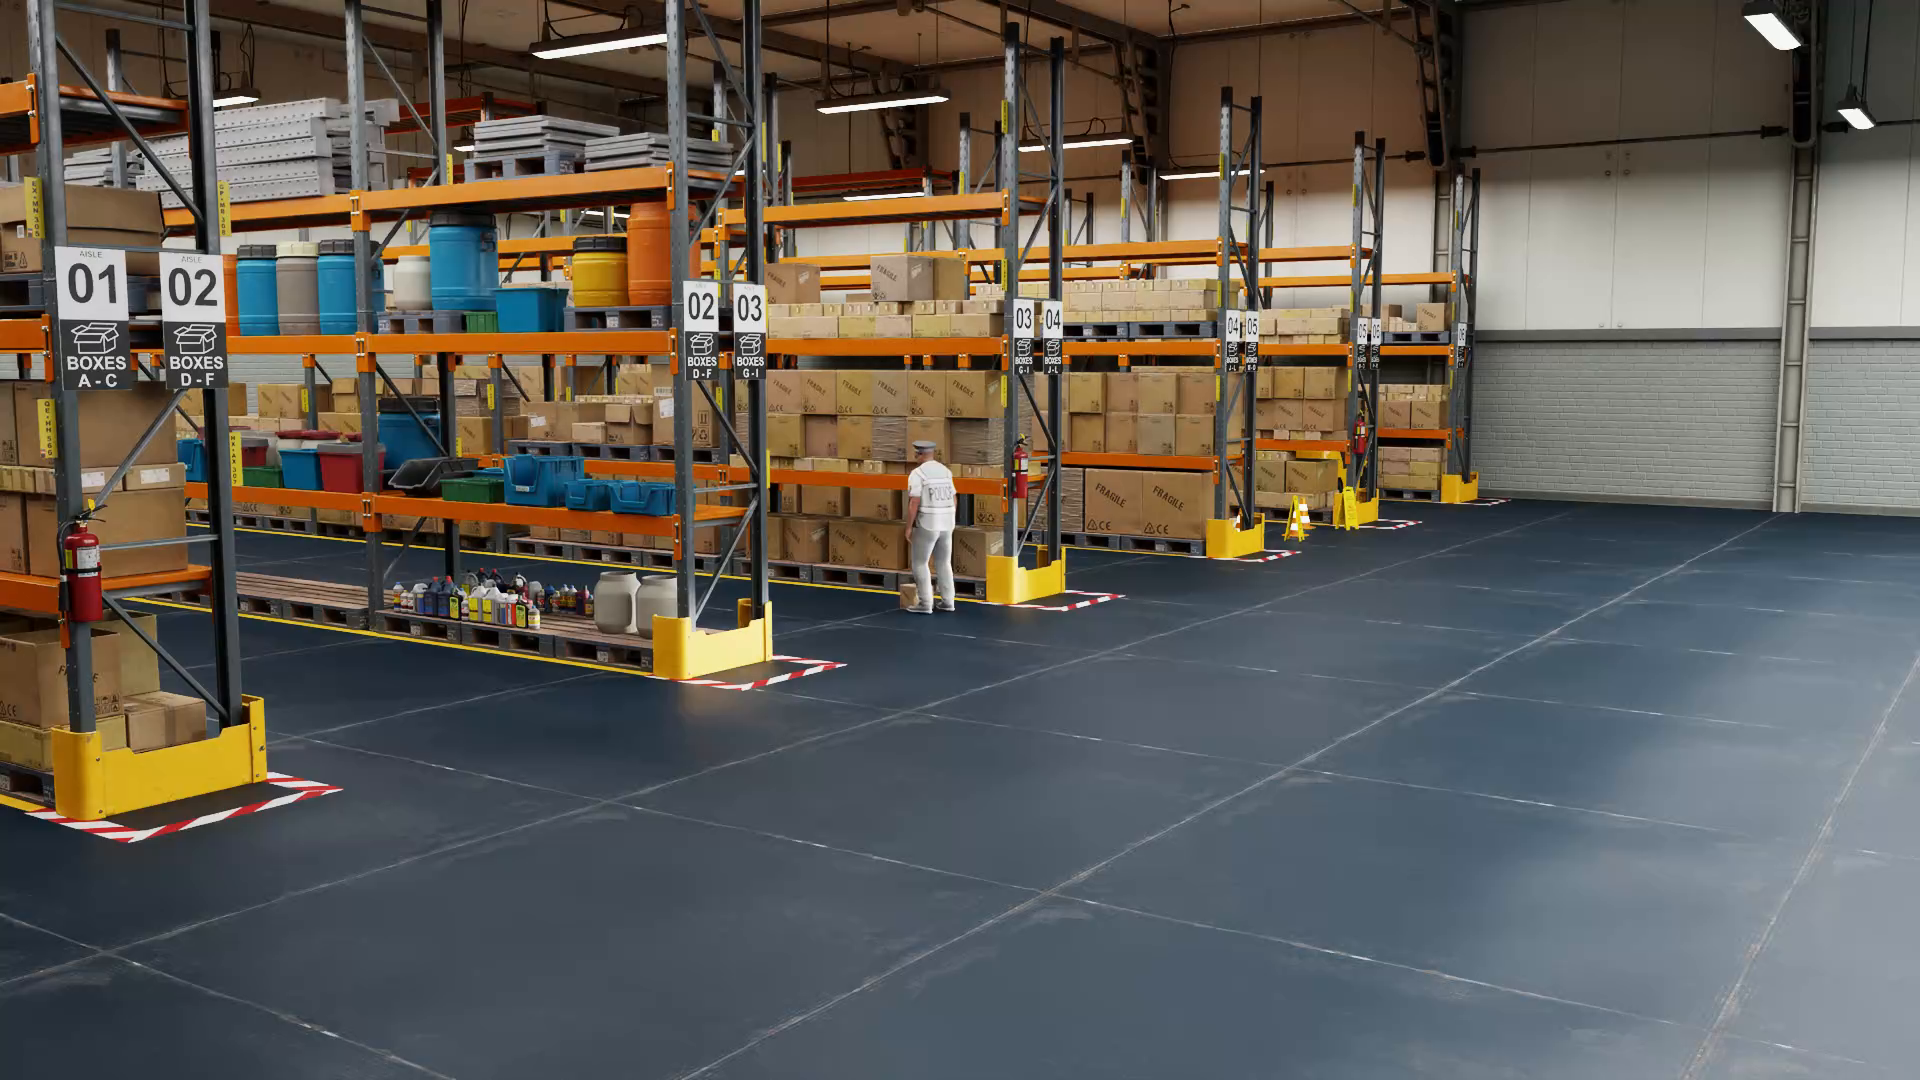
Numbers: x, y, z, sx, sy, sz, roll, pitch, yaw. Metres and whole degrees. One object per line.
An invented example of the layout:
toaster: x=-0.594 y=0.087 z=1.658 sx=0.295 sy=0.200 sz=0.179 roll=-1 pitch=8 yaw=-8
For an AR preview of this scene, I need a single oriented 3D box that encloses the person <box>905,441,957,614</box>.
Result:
person: x=-0.286 y=-0.131 z=16.919 sx=0.590 sy=1.748 sz=0.435 roll=-5 pitch=8 yaw=-36
